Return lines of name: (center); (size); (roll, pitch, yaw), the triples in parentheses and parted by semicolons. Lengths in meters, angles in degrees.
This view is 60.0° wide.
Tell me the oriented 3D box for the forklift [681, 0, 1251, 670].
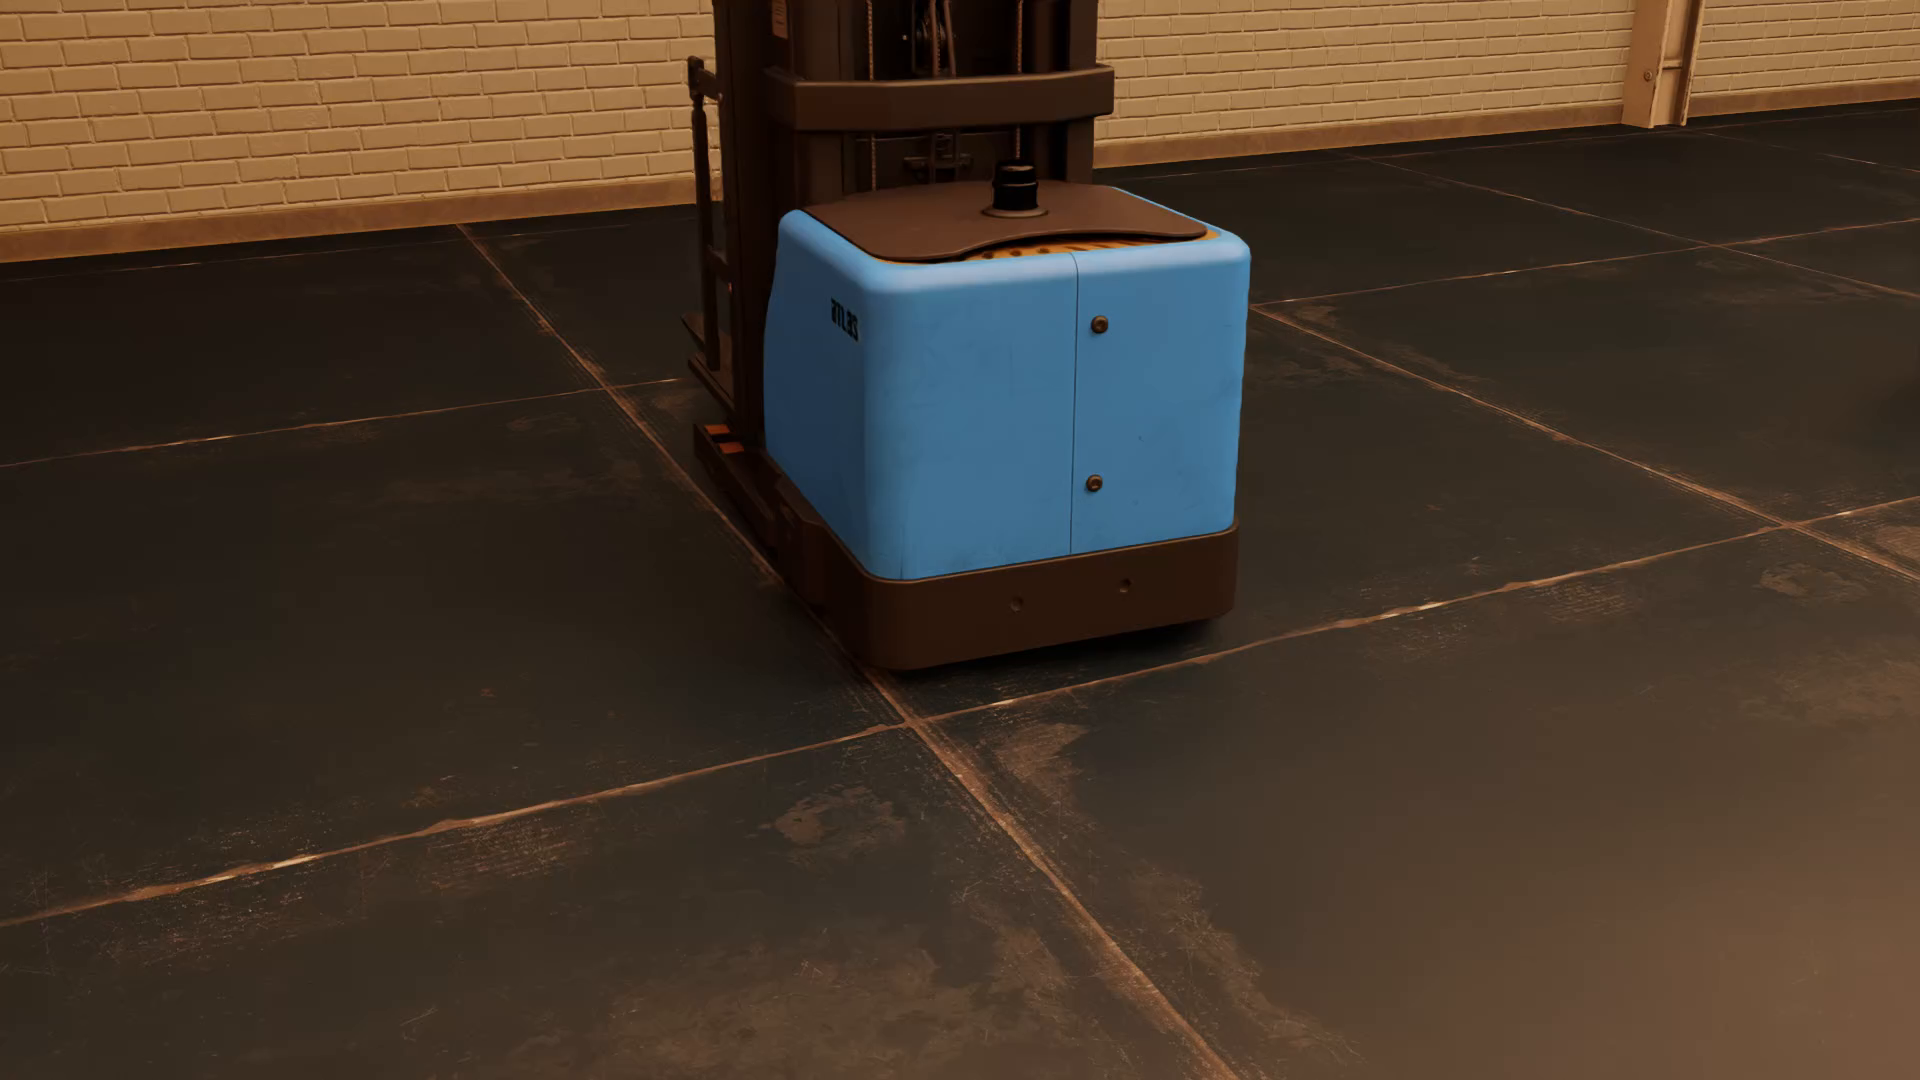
forklift: (-0.263, -1.564, 5.052); (1.130, 2.935, 3.031); (-8, 24, -19)
